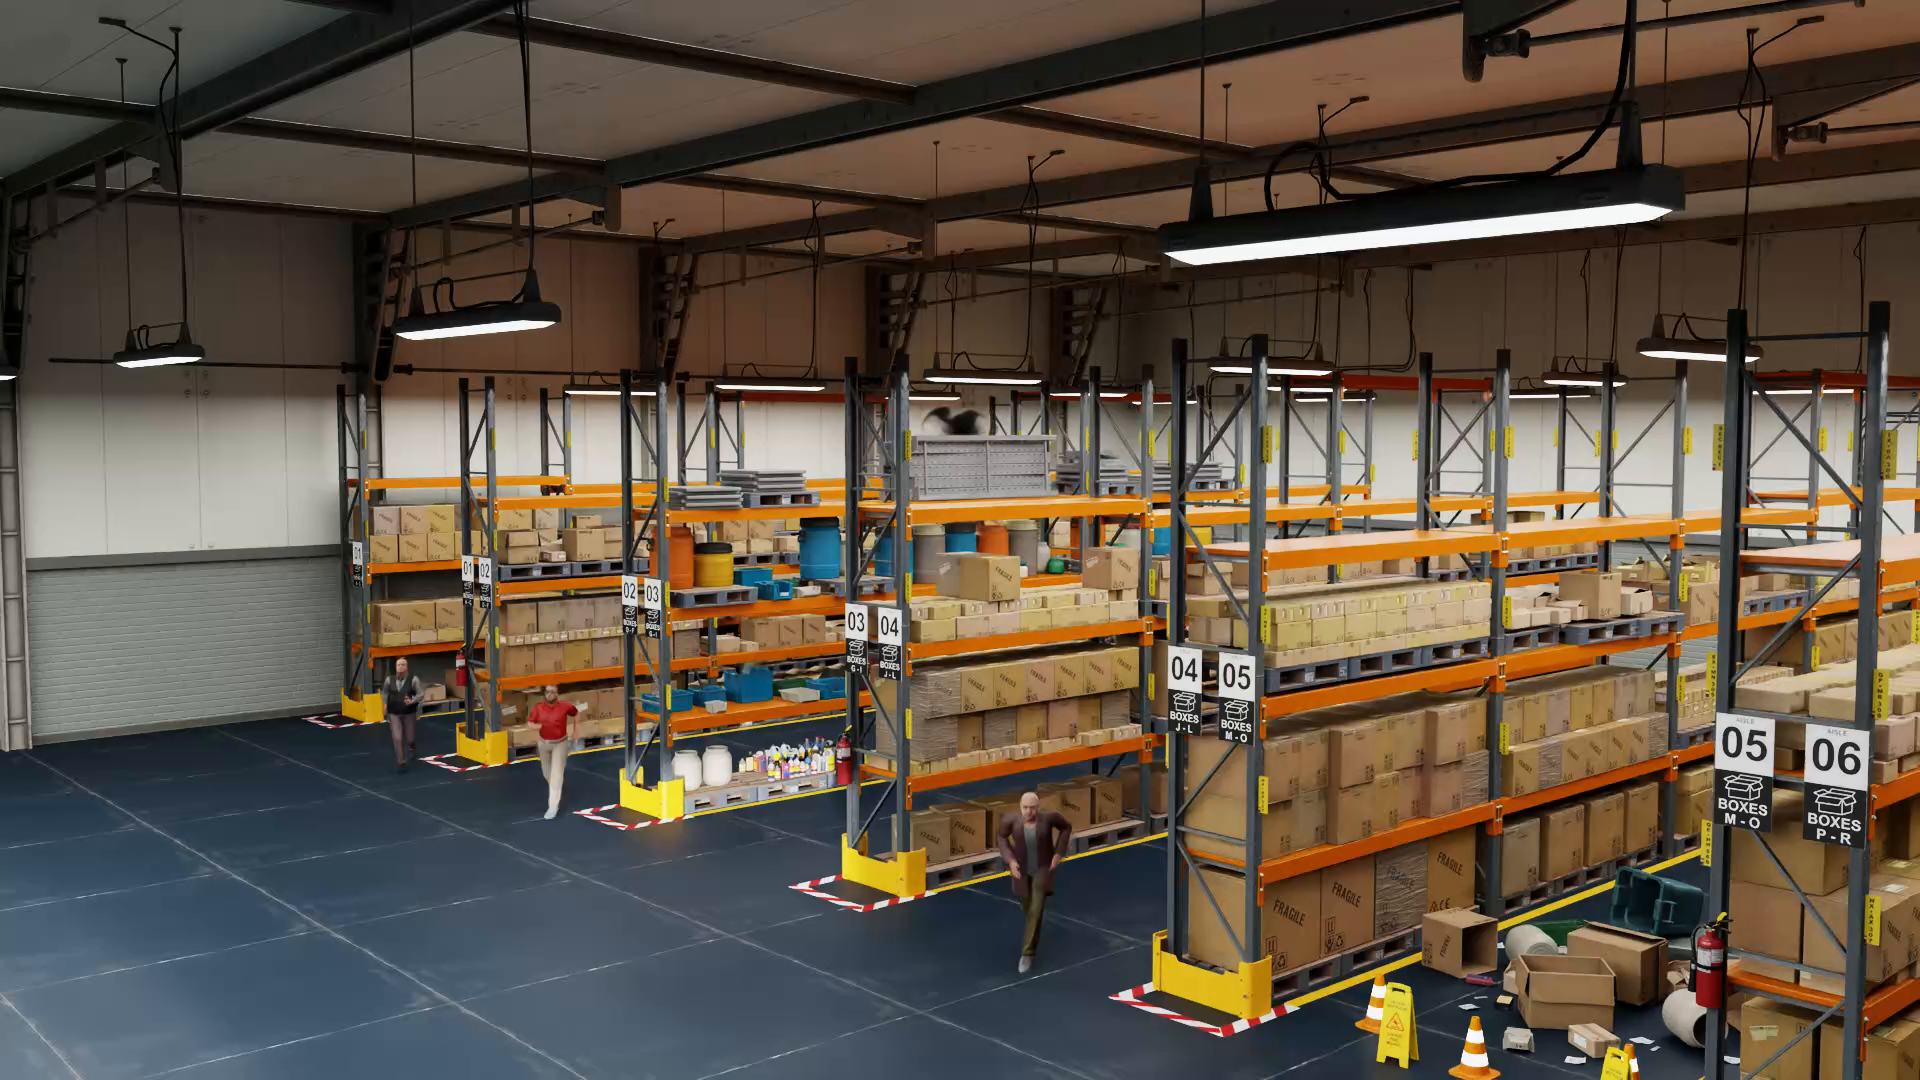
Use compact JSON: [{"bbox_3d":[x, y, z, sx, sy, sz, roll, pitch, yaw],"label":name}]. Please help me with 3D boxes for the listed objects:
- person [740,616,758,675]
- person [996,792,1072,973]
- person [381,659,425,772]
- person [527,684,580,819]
[{"bbox_3d":[-4.023,2.286,31.791,0.543,1.579,0.636,3,5,40],"label":"person"},{"bbox_3d":[0.725,3.260,16.331,0.742,1.738,1.081,0,4,5],"label":"person"},{"bbox_3d":[-8.497,2.650,25.365,0.661,1.693,0.772,-1,4,-10],"label":"person"},{"bbox_3d":[-5.505,2.805,22.494,0.650,1.744,0.959,0,4,1],"label":"person"}]
